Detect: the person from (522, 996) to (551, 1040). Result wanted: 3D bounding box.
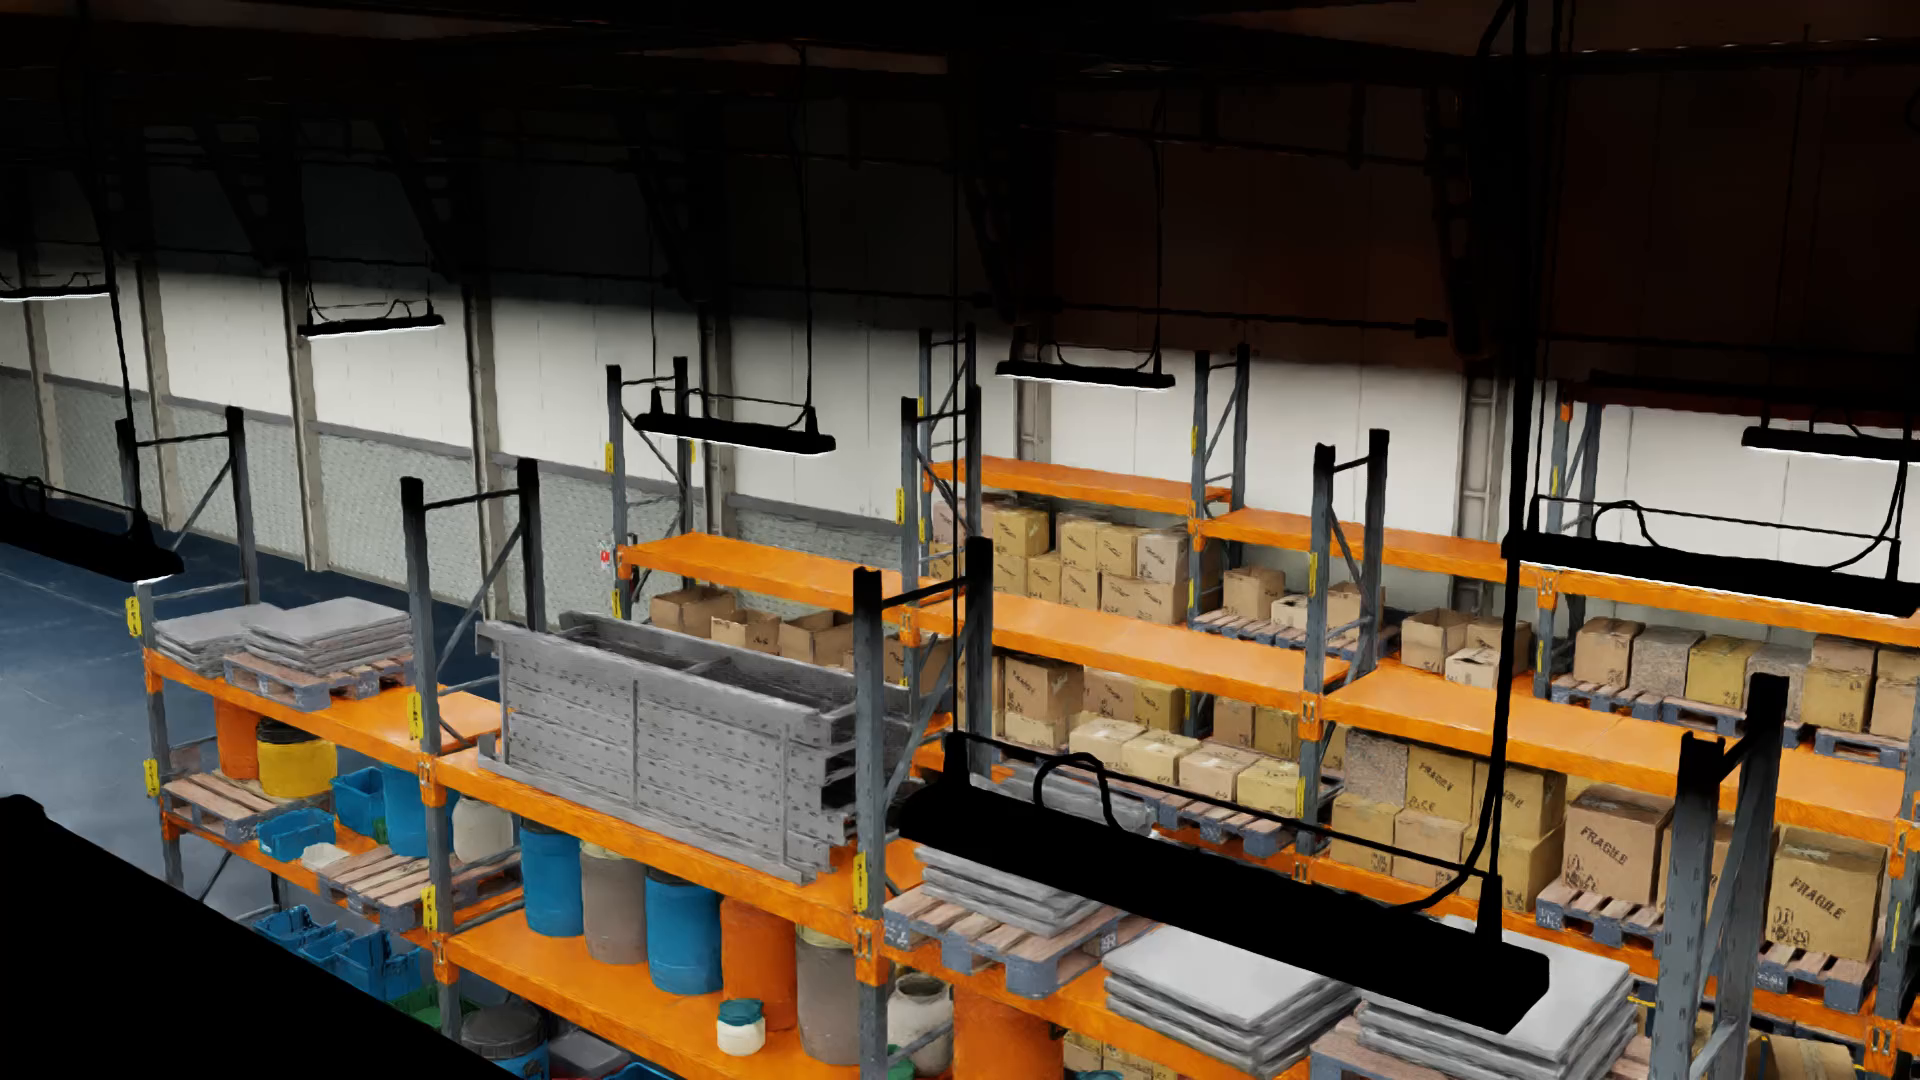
[{"bbox_3d":[-3.673,4.048,14.703,1.093,1.567,0.478,9,16,36],"label":"person"}]
